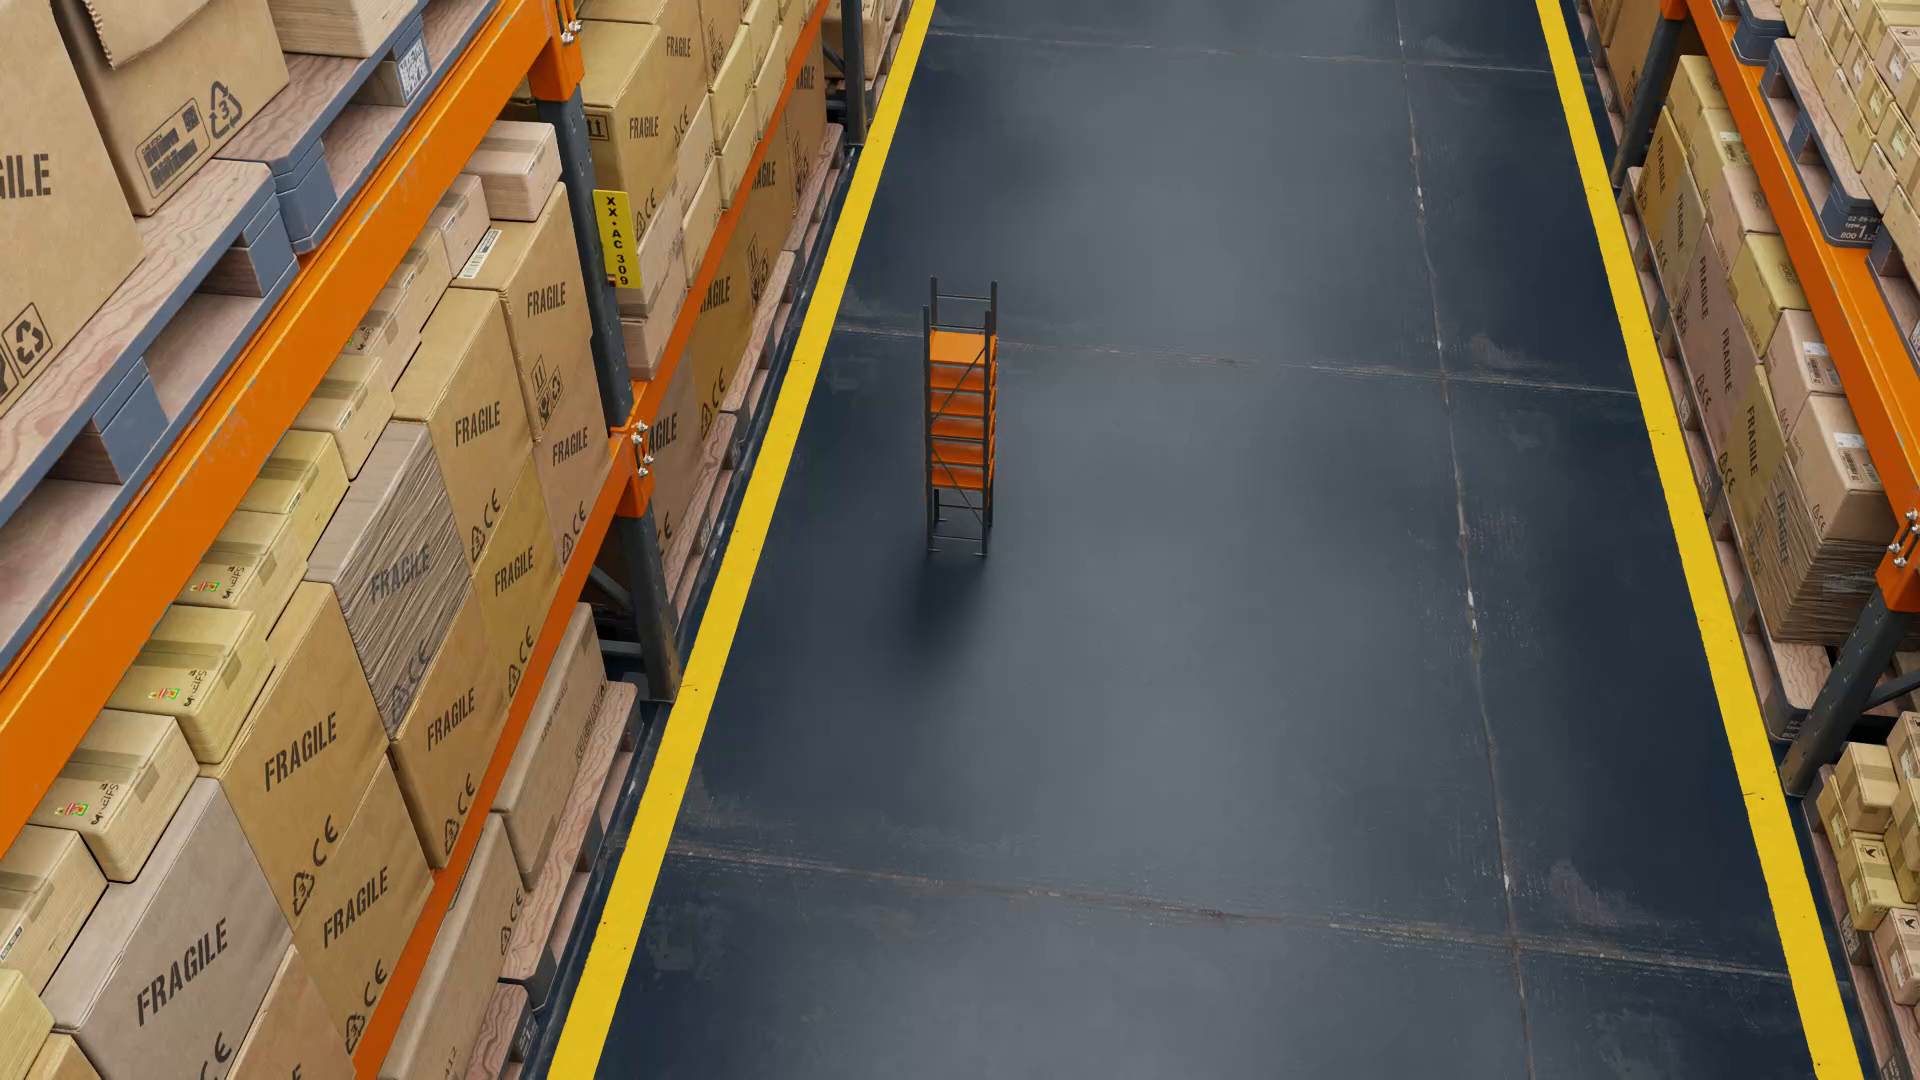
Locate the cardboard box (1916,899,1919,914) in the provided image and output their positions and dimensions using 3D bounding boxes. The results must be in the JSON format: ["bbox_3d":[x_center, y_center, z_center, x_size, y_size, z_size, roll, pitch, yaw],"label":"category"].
[{"bbox_3d":[3.077,1.154,4.901,0.380,0.149,0.250,5,44,5],"label":"cardboard box"}]

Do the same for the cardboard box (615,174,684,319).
[{"bbox_3d":[-1.199,-0.971,5.339,0.500,0.250,0.500,4,44,4],"label":"cardboard box"}]

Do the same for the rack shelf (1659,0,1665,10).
[{"bbox_3d":[4.177,-4.016,9.333,1.077,0.370,4.000,5,44,6],"label":"rack shelf"}]

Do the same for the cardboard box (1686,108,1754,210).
[{"bbox_3d":[3.514,-1.638,7.266,0.500,0.250,0.500,5,44,5],"label":"cardboard box"}]

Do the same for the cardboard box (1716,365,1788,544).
[{"bbox_3d":[3.300,-0.310,6.409,0.500,0.500,0.500,4,44,5],"label":"cardboard box"}]

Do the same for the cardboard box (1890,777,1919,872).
[{"bbox_3d":[3.037,0.876,4.978,0.380,0.149,0.250,7,44,8],"label":"cardboard box"}]

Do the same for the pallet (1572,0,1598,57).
[{"bbox_3d":[4.255,-3.262,10.041,1.003,0.211,1.213,5,44,6],"label":"pallet"}]

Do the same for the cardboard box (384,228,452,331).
[{"bbox_3d":[-1.447,-0.627,3.959,0.380,0.149,0.250,5,44,6],"label":"cardboard box"}]

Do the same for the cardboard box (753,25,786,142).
[{"bbox_3d":[-0.991,-1.831,6.612,0.500,0.250,0.500,5,44,5],"label":"cardboard box"}]

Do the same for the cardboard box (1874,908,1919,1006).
[{"bbox_3d":[3.000,1.269,4.996,0.380,0.149,0.250,5,44,5],"label":"cardboard box"}]

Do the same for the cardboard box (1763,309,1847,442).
[{"bbox_3d":[3.312,-0.585,6.154,0.500,0.250,0.500,7,44,7],"label":"cardboard box"}]

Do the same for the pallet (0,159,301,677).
[{"bbox_3d":[-1.819,-0.241,2.706,1.003,0.211,1.213,5,44,6],"label":"pallet"}]

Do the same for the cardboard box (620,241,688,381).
[{"bbox_3d":[-1.217,-0.791,5.513,0.500,0.250,0.500,4,44,5],"label":"cardboard box"}]

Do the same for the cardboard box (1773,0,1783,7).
[{"bbox_3d":[3.582,-2.322,6.898,0.380,0.149,0.250,7,44,8],"label":"cardboard box"}]

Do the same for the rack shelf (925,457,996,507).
[{"bbox_3d":[0.002,-0.239,6.543,0.258,0.103,0.180,5,44,6],"label":"rack shelf"}]

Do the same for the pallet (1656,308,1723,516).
[{"bbox_3d":[3.644,-0.540,7.167,1.003,0.211,1.213,5,44,6],"label":"pallet"}]

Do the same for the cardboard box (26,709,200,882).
[{"bbox_3d":[-1.558,0.422,2.851,0.380,0.149,0.250,6,44,6],"label":"cardboard box"}]

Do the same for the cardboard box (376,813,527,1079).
[{"bbox_3d":[-1.844,1.237,4.820,0.875,0.438,0.875,4,44,4],"label":"cardboard box"}]

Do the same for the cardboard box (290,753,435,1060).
[{"bbox_3d":[-1.543,0.784,3.668,0.500,0.500,0.500,7,44,7],"label":"cardboard box"}]

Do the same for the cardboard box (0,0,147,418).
[{"bbox_3d":[-1.650,-0.518,2.483,0.500,0.500,0.500,6,44,6],"label":"cardboard box"}]

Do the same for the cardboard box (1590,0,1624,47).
[{"bbox_3d":[4.194,-3.253,9.335,1.050,0.750,0.750,6,44,6],"label":"cardboard box"}]

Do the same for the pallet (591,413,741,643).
[{"bbox_3d":[-1.509,-0.090,6.691,1.003,0.211,1.213,5,44,6],"label":"pallet"}]

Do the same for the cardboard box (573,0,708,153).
[{"bbox_3d":[-1.154,-1.592,5.450,0.500,0.500,0.500,5,44,5],"label":"cardboard box"}]

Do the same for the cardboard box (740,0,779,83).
[{"bbox_3d":[-1.000,-2.015,6.442,0.500,0.250,0.500,4,44,4],"label":"cardboard box"}]

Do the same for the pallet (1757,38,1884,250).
[{"bbox_3d":[3.691,-1.492,6.284,1.003,0.211,1.213,5,44,6],"label":"pallet"}]

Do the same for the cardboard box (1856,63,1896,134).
[{"bbox_3d":[3.411,-1.546,5.862,0.380,0.149,0.250,5,44,6],"label":"cardboard box"}]

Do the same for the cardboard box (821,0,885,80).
[{"bbox_3d":[-0.923,-2.878,9.214,0.950,0.372,0.625,3,43,3],"label":"cardboard box"}]

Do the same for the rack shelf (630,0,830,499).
[{"bbox_3d":[-1.272,-1.671,6.857,1.077,0.370,4.000,5,44,6],"label":"rack shelf"}]

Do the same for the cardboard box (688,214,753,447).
[{"bbox_3d":[-1.422,-0.997,6.861,0.875,0.875,0.875,6,44,7],"label":"cardboard box"}]

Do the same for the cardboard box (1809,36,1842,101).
[{"bbox_3d":[3.480,-1.785,6.331,0.380,0.149,0.250,6,44,6],"label":"cardboard box"}]

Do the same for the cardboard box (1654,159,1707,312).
[{"bbox_3d":[3.503,-1.358,7.515,0.500,0.500,0.500,6,44,6],"label":"cardboard box"}]

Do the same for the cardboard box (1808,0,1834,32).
[{"bbox_3d":[3.517,-2.064,6.409,0.380,0.149,0.250,5,44,6],"label":"cardboard box"}]

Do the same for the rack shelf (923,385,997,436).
[{"bbox_3d":[0.002,-0.500,6.296,0.258,0.103,0.180,5,44,6],"label":"rack shelf"}]

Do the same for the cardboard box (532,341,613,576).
[{"bbox_3d":[-1.345,-0.267,4.777,0.500,0.500,0.500,6,44,6],"label":"cardboard box"}]

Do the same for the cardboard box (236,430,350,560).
[{"bbox_3d":[-1.493,-0.100,3.402,0.380,0.149,0.250,4,44,5],"label":"cardboard box"}]

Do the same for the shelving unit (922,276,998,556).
[{"bbox_3d":[0.002,-0.446,6.348,0.258,1.200,0.189,5,44,6],"label":"shelving unit"}]

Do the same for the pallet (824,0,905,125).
[{"bbox_3d":[-0.903,-2.815,9.570,1.003,0.211,1.213,5,44,6],"label":"pallet"}]

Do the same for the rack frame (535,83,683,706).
[{"bbox_3d":[-1.537,-0.570,5.170,1.000,3.000,0.127,5,44,6],"label":"rack frame"}]

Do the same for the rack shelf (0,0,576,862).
[{"bbox_3d":[-1.801,-0.034,2.946,1.077,0.370,4.000,5,44,6],"label":"rack shelf"}]

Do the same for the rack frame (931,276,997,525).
[{"bbox_3d":[0.014,-0.508,6.414,0.240,1.200,0.006,5,44,6],"label":"rack frame"}]

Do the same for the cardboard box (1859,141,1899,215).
[{"bbox_3d":[3.373,-1.246,5.762,0.380,0.149,0.250,4,44,4],"label":"cardboard box"}]

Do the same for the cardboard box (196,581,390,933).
[{"bbox_3d":[-1.533,0.412,3.334,0.500,0.500,0.500,5,44,6],"label":"cardboard box"}]

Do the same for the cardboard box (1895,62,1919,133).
[{"bbox_3d":[3.384,-1.462,5.557,0.380,0.149,0.250,4,44,4],"label":"cardboard box"}]

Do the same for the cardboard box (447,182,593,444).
[{"bbox_3d":[-1.325,-0.622,4.426,0.500,0.500,0.500,5,44,5],"label":"cardboard box"}]

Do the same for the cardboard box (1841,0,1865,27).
[{"bbox_3d":[3.487,-1.999,6.124,0.380,0.149,0.250,6,44,7],"label":"cardboard box"}]
